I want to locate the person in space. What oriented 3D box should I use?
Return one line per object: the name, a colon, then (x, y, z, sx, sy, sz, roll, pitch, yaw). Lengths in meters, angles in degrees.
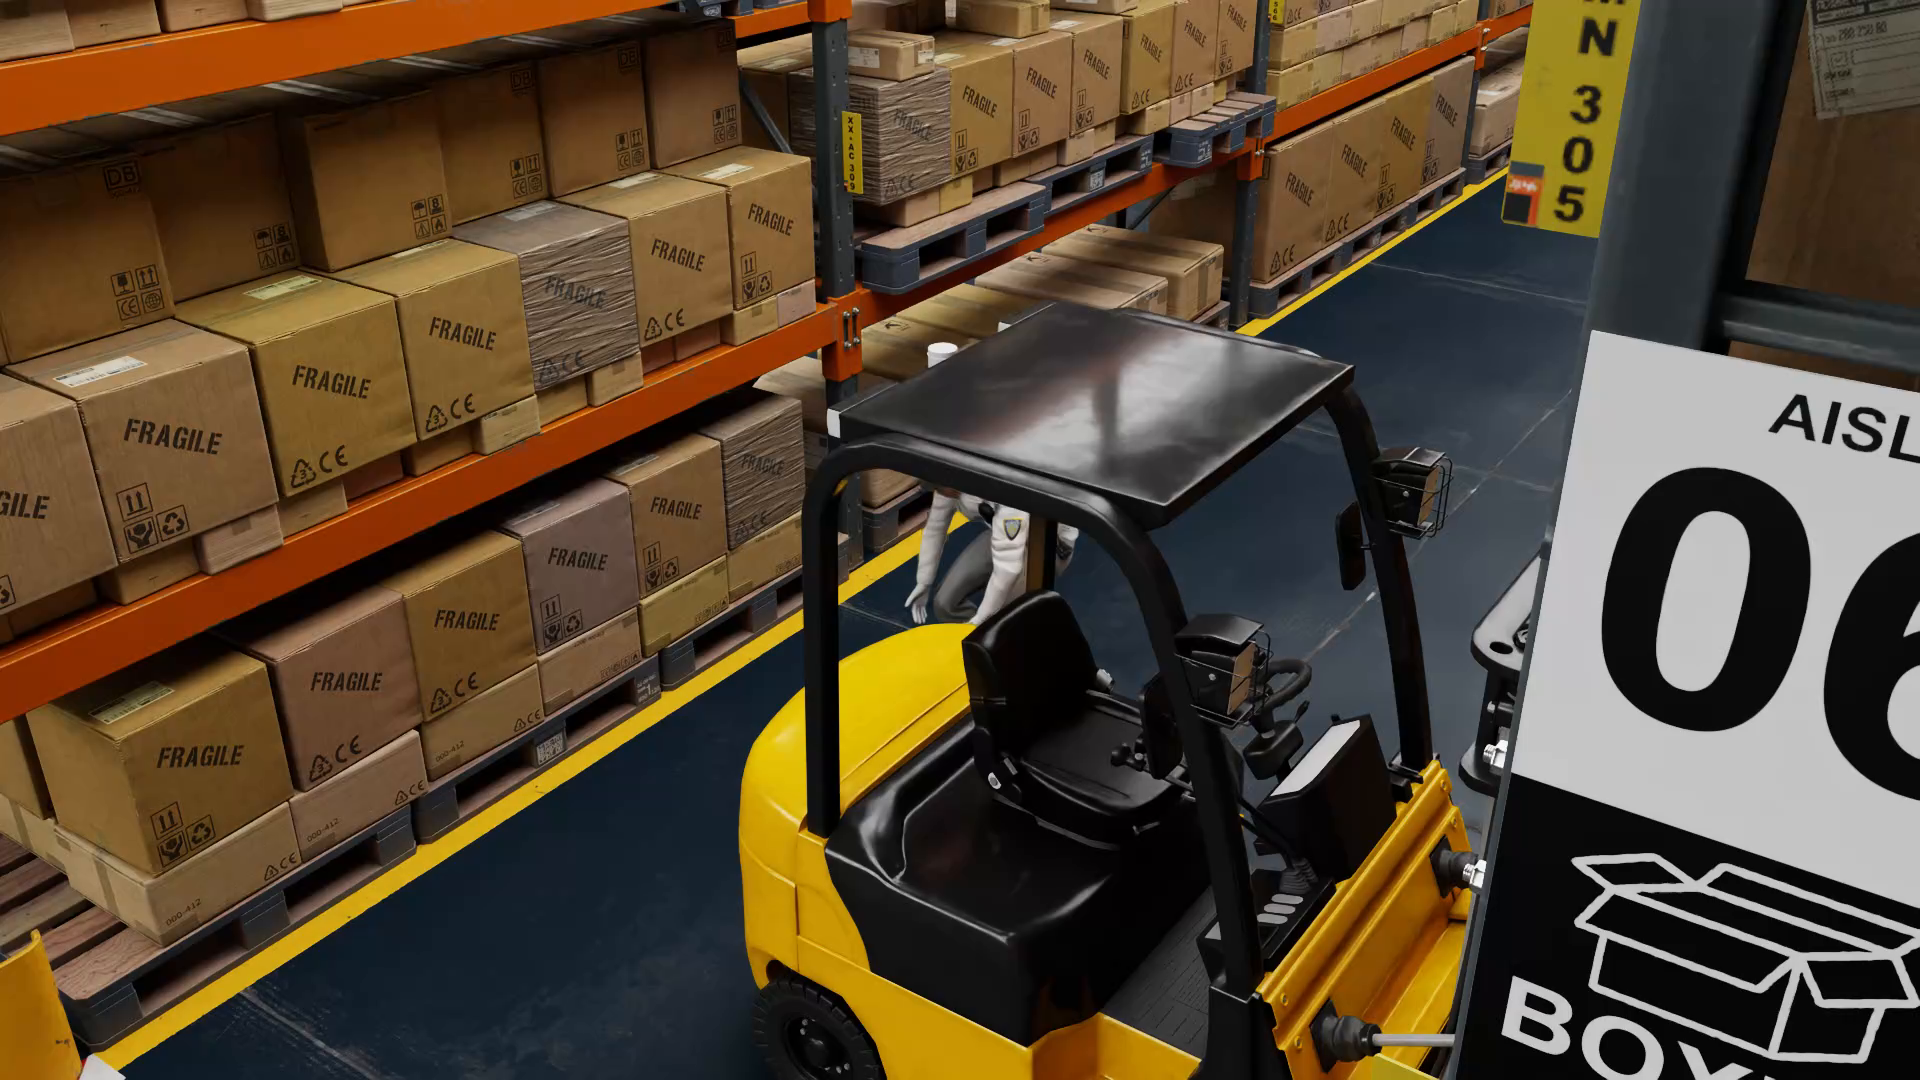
person: (0.124, 0.089, 6.394, 0.764, 1.259, 0.531, -19, 32, -32)
